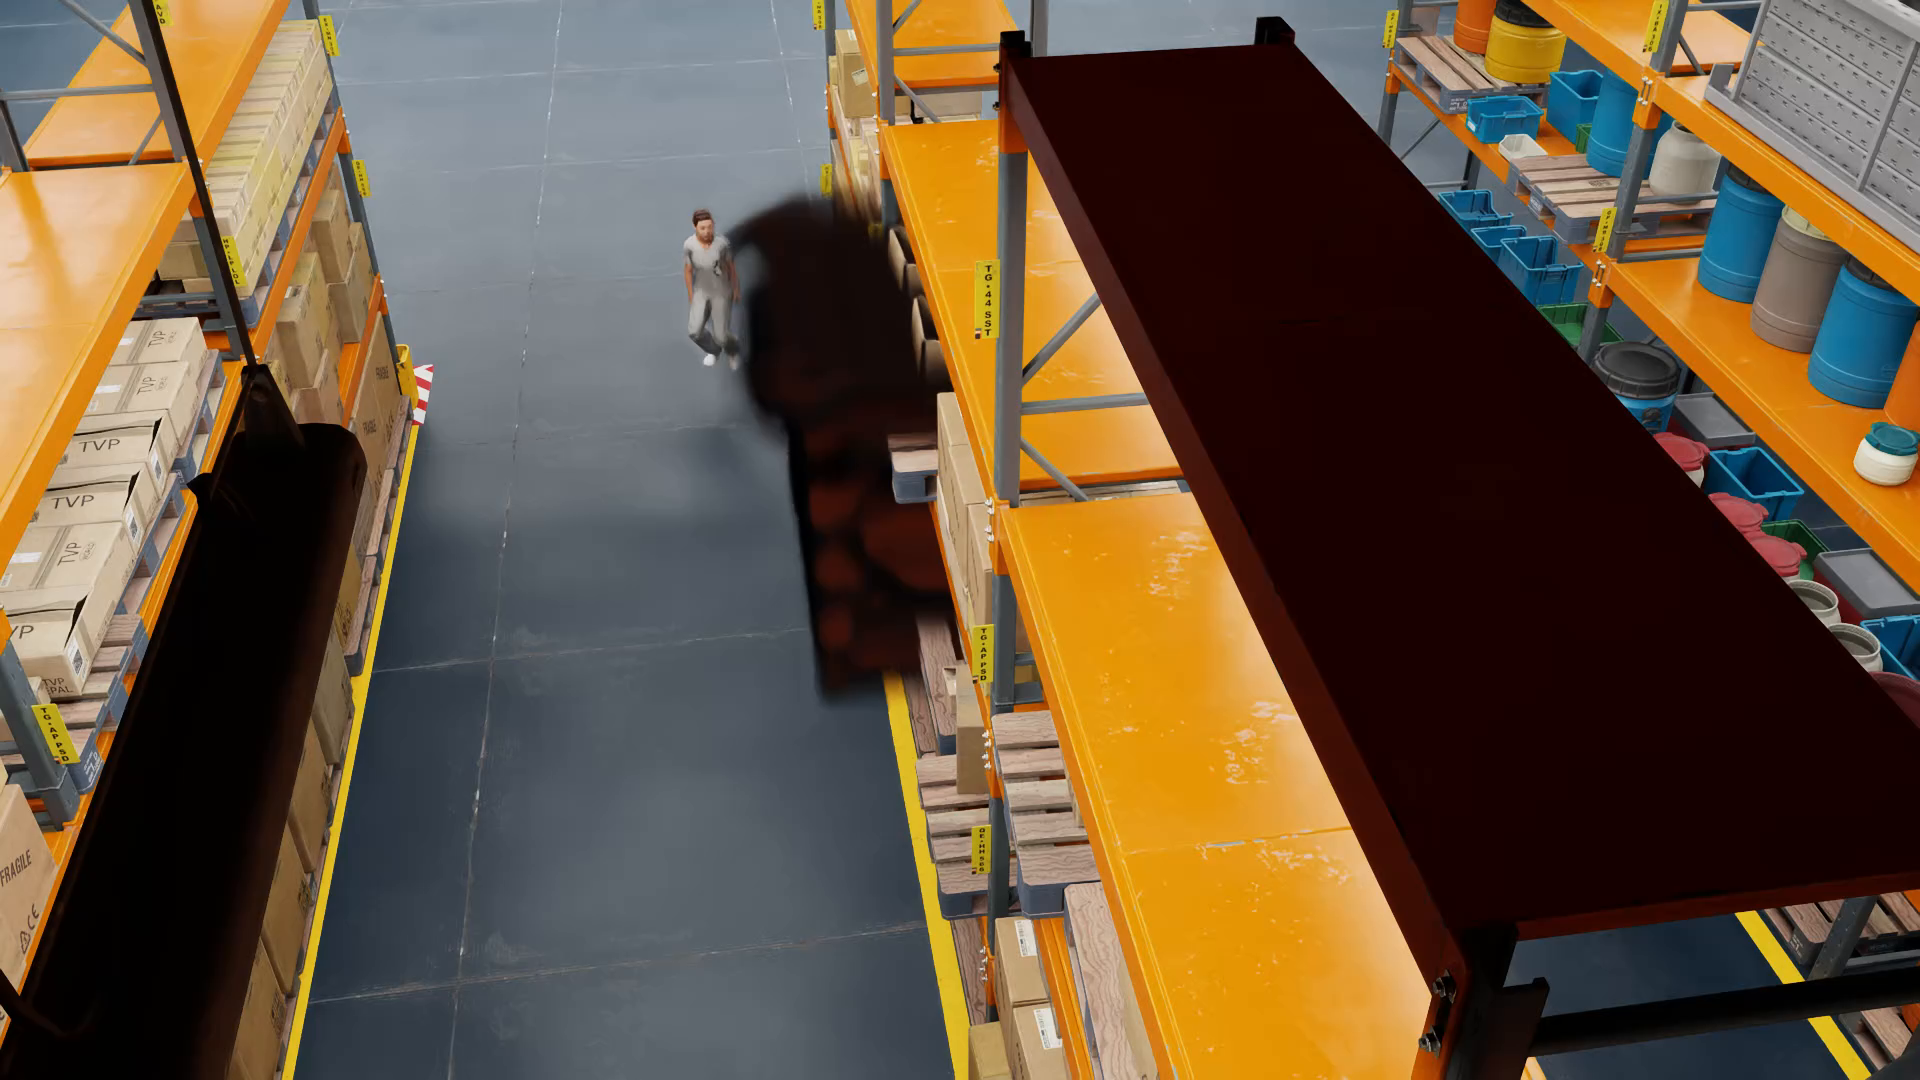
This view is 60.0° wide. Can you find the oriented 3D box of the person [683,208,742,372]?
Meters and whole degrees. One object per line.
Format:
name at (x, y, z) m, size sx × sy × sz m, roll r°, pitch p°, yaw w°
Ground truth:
person at (-2.234, -2.172, 14.779) m, size 0.438 × 1.646 × 0.477 m, roll 15°, pitch 39°, yaw 19°
